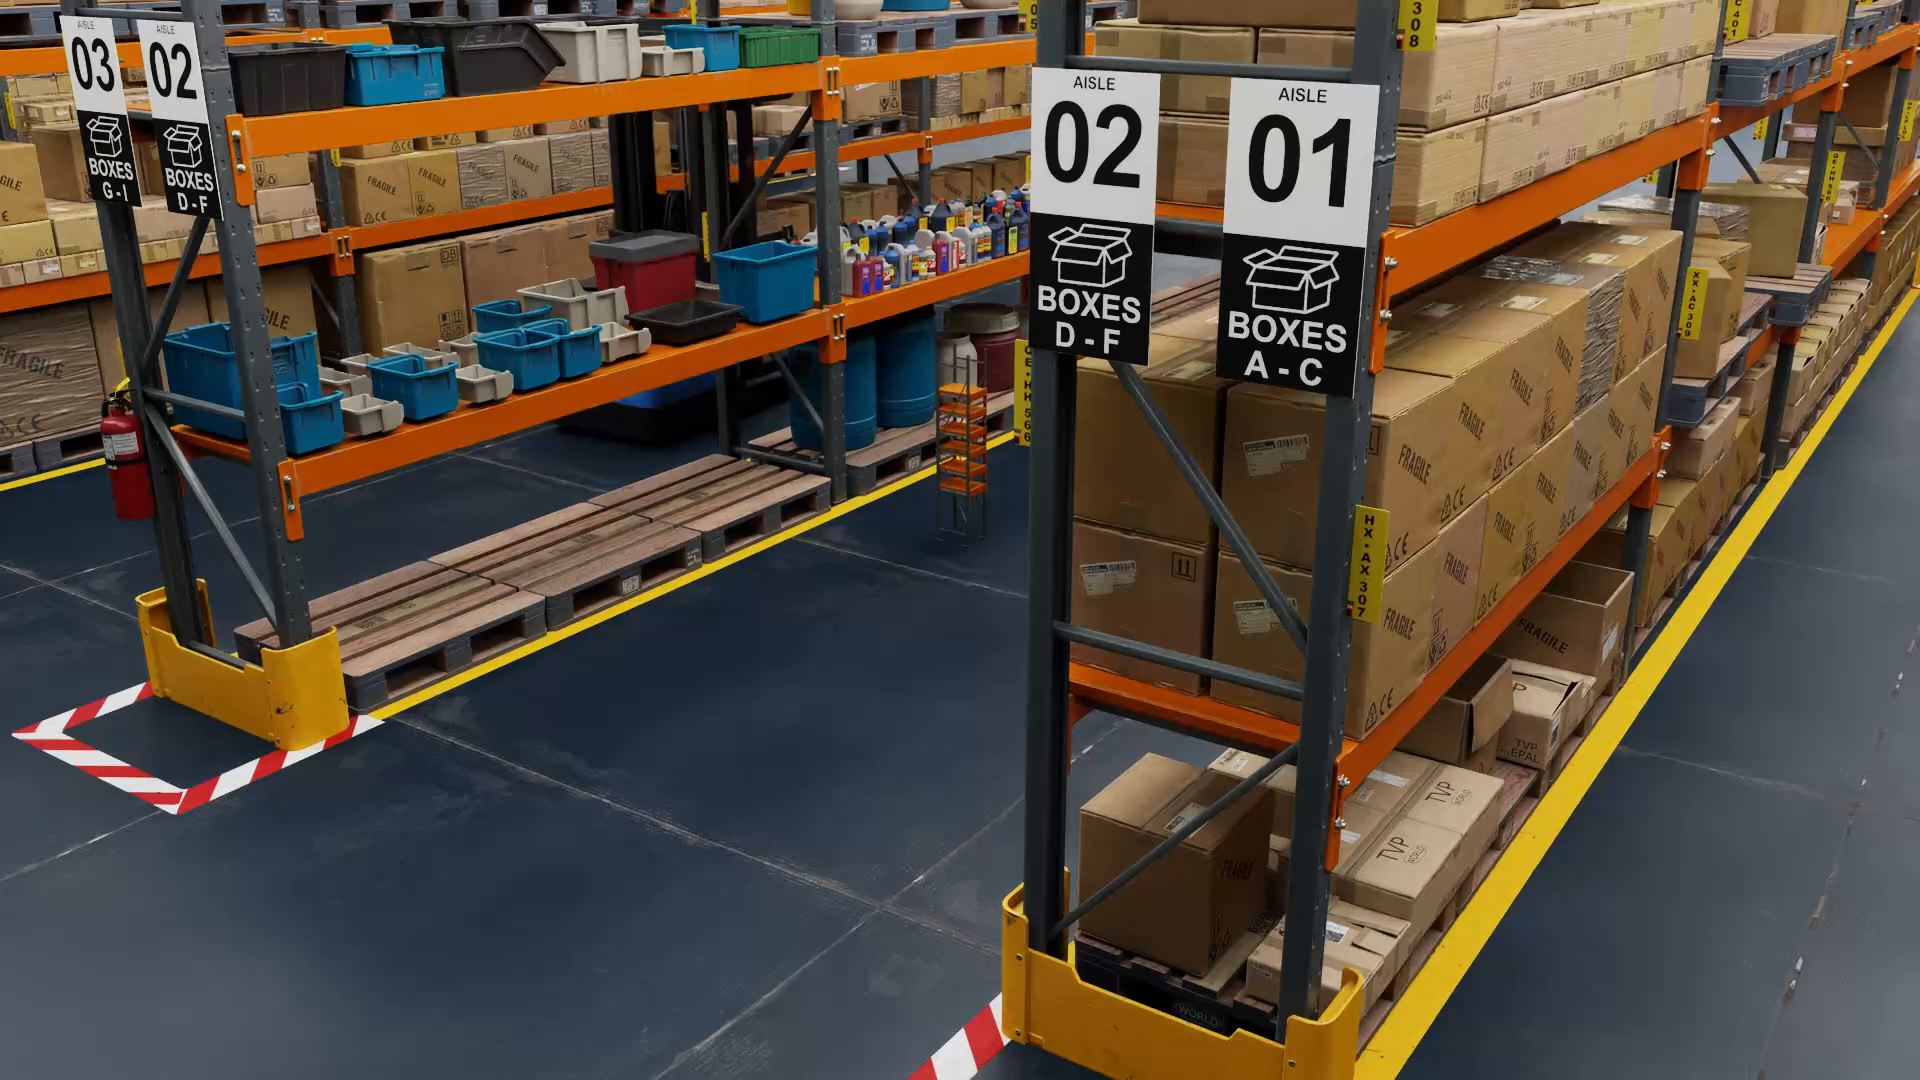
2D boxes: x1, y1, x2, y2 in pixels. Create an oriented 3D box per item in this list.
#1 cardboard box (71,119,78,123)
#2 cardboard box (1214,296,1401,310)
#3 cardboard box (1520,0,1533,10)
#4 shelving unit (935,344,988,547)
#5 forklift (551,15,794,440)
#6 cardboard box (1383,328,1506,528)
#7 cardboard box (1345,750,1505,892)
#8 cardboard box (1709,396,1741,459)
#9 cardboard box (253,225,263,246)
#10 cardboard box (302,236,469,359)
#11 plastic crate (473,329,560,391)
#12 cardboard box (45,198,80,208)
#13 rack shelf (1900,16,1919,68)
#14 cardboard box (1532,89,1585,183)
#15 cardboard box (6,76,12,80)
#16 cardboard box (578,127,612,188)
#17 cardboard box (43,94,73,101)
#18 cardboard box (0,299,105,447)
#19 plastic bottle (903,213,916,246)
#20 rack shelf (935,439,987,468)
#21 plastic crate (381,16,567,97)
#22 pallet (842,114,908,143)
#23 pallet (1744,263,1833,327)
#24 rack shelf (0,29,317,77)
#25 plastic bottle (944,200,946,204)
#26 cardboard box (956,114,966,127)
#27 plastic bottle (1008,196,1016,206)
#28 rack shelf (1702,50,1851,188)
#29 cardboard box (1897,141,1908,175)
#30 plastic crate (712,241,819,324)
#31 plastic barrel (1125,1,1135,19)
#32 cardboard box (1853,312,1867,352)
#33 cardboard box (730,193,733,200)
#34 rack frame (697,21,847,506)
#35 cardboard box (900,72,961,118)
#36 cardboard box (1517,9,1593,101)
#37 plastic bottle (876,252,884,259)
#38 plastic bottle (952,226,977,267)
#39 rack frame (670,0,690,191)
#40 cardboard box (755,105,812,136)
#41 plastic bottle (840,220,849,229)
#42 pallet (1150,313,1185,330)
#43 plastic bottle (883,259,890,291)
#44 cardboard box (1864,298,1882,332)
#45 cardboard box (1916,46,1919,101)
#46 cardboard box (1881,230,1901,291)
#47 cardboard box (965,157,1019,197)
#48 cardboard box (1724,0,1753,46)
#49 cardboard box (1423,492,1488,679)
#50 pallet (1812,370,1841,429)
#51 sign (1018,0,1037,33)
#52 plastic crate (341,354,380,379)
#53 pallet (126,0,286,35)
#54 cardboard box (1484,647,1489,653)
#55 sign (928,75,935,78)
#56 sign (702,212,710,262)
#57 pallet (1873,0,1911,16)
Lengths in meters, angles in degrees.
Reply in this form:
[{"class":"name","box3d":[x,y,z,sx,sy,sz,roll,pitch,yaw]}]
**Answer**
[{"class":"cardboard box","box3d":[-8.587,-4.026,16.154,0.380,0.149,0.250,13,24,31]},{"class":"cardboard box","box3d":[1.248,-0.625,6.045,0.500,0.500,0.500,14,25,33]},{"class":"cardboard box","box3d":[1.473,-1.997,5.432,0.700,0.500,0.500,13,24,32]},{"class":"shelving unit","box3d":[0.008,-0.567,10.068,0.258,1.200,0.189,13,24,32]},{"class":"forklift","box3d":[-1.906,-2.559,12.959,1.130,2.935,3.031,11,23,28]},{"class":"cardboard box","box3d":[1.409,-0.376,5.372,0.500,0.500,0.500,14,24,32]},{"class":"cardboard box","box3d":[1.757,1.063,6.397,0.500,0.250,0.500,13,24,32]},{"class":"cardboard box","box3d":[4.220,-0.688,9.690,0.500,0.250,0.500,13,24,31]},{"class":"cardboard box","box3d":[-5.478,-2.297,12.512,0.380,0.149,0.250,13,24,31]},{"class":"cardboard box","box3d":[-4.945,-2.101,14.079,1.225,0.875,0.875,13,24,32]},{"class":"plastic crate","box3d":[-2.289,-0.934,8.621,0.416,0.233,0.300,13,24,32]},{"class":"cardboard box","box3d":[-6.623,-2.267,11.858,0.500,0.250,0.500,13,24,32]},{"class":"rack shelf","box3d":[8.524,-4.719,15.412,1.077,0.370,4.000,13,24,32]},{"class":"cardboard box","box3d":[1.725,-1.352,5.488,0.500,0.250,0.500,13,24,32]},{"class":"cardboard box","box3d":[-11.876,-5.820,20.090,0.500,0.500,0.500,13,24,32]},{"class":"cardboard box","box3d":[-3.397,-3.576,15.465,0.500,0.500,0.500,13,24,31]},{"class":"cardboard box","box3d":[-8.972,-4.372,16.660,0.380,0.149,0.250,12,24,30]},{"class":"cardboard box","box3d":[-6.732,-1.226,11.714,0.875,0.875,0.875,13,24,32]},{"class":"plastic bottle","box3d":[-0.375,-2.283,12.298,0.097,0.271,0.097,0,20,0]},{"class":"rack shelf","box3d":[0.008,-0.525,10.083,0.258,0.103,0.180,13,24,32]},{"class":"plastic crate","box3d":[-2.354,-2.362,8.093,0.504,0.338,0.767,13,24,32]},{"class":"pallet","box3d":[-1.341,-4.728,18.999,1.003,0.211,1.213,13,24,32]},{"class":"pallet","box3d":[4.828,-1.630,10.624,1.213,0.211,1.003,13,24,32]},{"class":"rack shelf","box3d":[-6.412,-3.209,11.330,1.077,0.370,4.000,13,24,32]},{"class":"plastic bottle","box3d":[-0.141,-2.457,12.751,0.061,0.283,0.133,13,24,32]},{"class":"cardboard box","box3d":[-0.152,-5.040,19.929,0.380,0.149,0.250,13,24,32]},{"class":"plastic bottle","box3d":[0.404,-2.685,13.486,0.097,0.201,0.097,0,20,0]},{"class":"rack shelf","box3d":[4.027,-2.424,9.207,1.077,0.370,4.000,13,24,32]},{"class":"cardboard box","box3d":[8.800,-3.846,16.194,0.700,0.500,0.500,13,24,32]},{"class":"plastic crate","box3d":[-1.172,-1.568,10.116,0.392,0.384,0.575,13,24,32]},{"class":"plastic barrel","box3d":[1.485,-4.384,13.308,0.421,0.512,0.421,0,20,0]},{"class":"cardboard box","box3d":[7.407,-1.808,14.186,0.500,0.250,0.500,13,24,31]},{"class":"cardboard box","box3d":[-2.688,-3.445,17.142,0.500,0.250,0.500,14,25,34]},{"class":"rack frame","box3d":[-1.192,-1.747,10.665,1.000,3.000,0.127,13,24,32]},{"class":"cardboard box","box3d":[-0.487,-5.312,19.730,0.875,0.500,0.500,13,24,32]},{"class":"cardboard box","box3d":[1.721,-1.587,5.404,0.500,0.250,0.500,13,24,32]},{"class":"plastic bottle","box3d":[-0.524,-1.837,11.193,0.097,0.201,0.097,0,20,0]},{"class":"plastic bottle","box3d":[0.034,-2.080,11.743,0.152,0.276,0.135,13,24,32]},{"class":"rack frame","box3d":[-3.040,-3.861,16.379,1.000,3.000,0.127,13,24,32]},{"class":"cardboard box","box3d":[-1.907,-4.424,17.511,0.500,0.250,0.500,12,24,30]},{"class":"plastic bottle","box3d":[-0.842,-2.105,11.703,0.144,0.351,0.185,13,24,32]},{"class":"pallet","box3d":[1.524,-1.802,14.832,1.003,0.211,1.213,13,24,32]},{"class":"plastic bottle","box3d":[-0.508,-1.751,10.962,0.097,0.201,0.097,0,20,0]},{"class":"cardboard box","box3d":[7.911,-2.057,14.860,0.500,0.250,0.500,13,24,32]},{"class":"cardboard box","box3d":[9.055,-4.580,16.309,0.700,0.500,0.500,13,24,30]},{"class":"cardboard box","box3d":[8.194,-2.552,15.117,0.500,0.500,0.500,13,24,32]},{"class":"cardboard box","box3d":[0.417,-4.651,21.513,0.500,0.500,0.500,16,26,37]},{"class":"cardboard box","box3d":[3.604,-2.804,8.305,0.600,0.600,0.600,13,24,31]},{"class":"cardboard box","box3d":[1.407,0.095,5.539,0.500,0.500,0.500,13,24,31]},{"class":"pallet","box3d":[6.333,-1.197,13.198,1.003,0.211,1.213,13,24,32]},{"class":"sign","box3d":[0.206,-1.569,4.582,0.100,0.325,0.005,13,24,32]},{"class":"plastic crate","box3d":[-2.957,-0.854,8.543,0.396,0.136,0.243,13,24,32]},{"class":"pallet","box3d":[-5.757,-3.846,12.143,1.003,0.211,1.213,13,24,32]},{"class":"cardboard box","box3d":[2.488,0.353,8.229,0.500,0.311,0.500,13,24,32]},{"class":"sign","box3d":[-0.330,-5.445,18.991,0.100,0.325,0.005,13,24,32]},{"class":"sign","box3d":[-1.646,-1.985,10.909,0.100,0.325,0.005,13,24,32]},{"class":"pallet","box3d":[7.858,-4.691,14.427,1.003,0.211,1.213,13,24,32]}]
